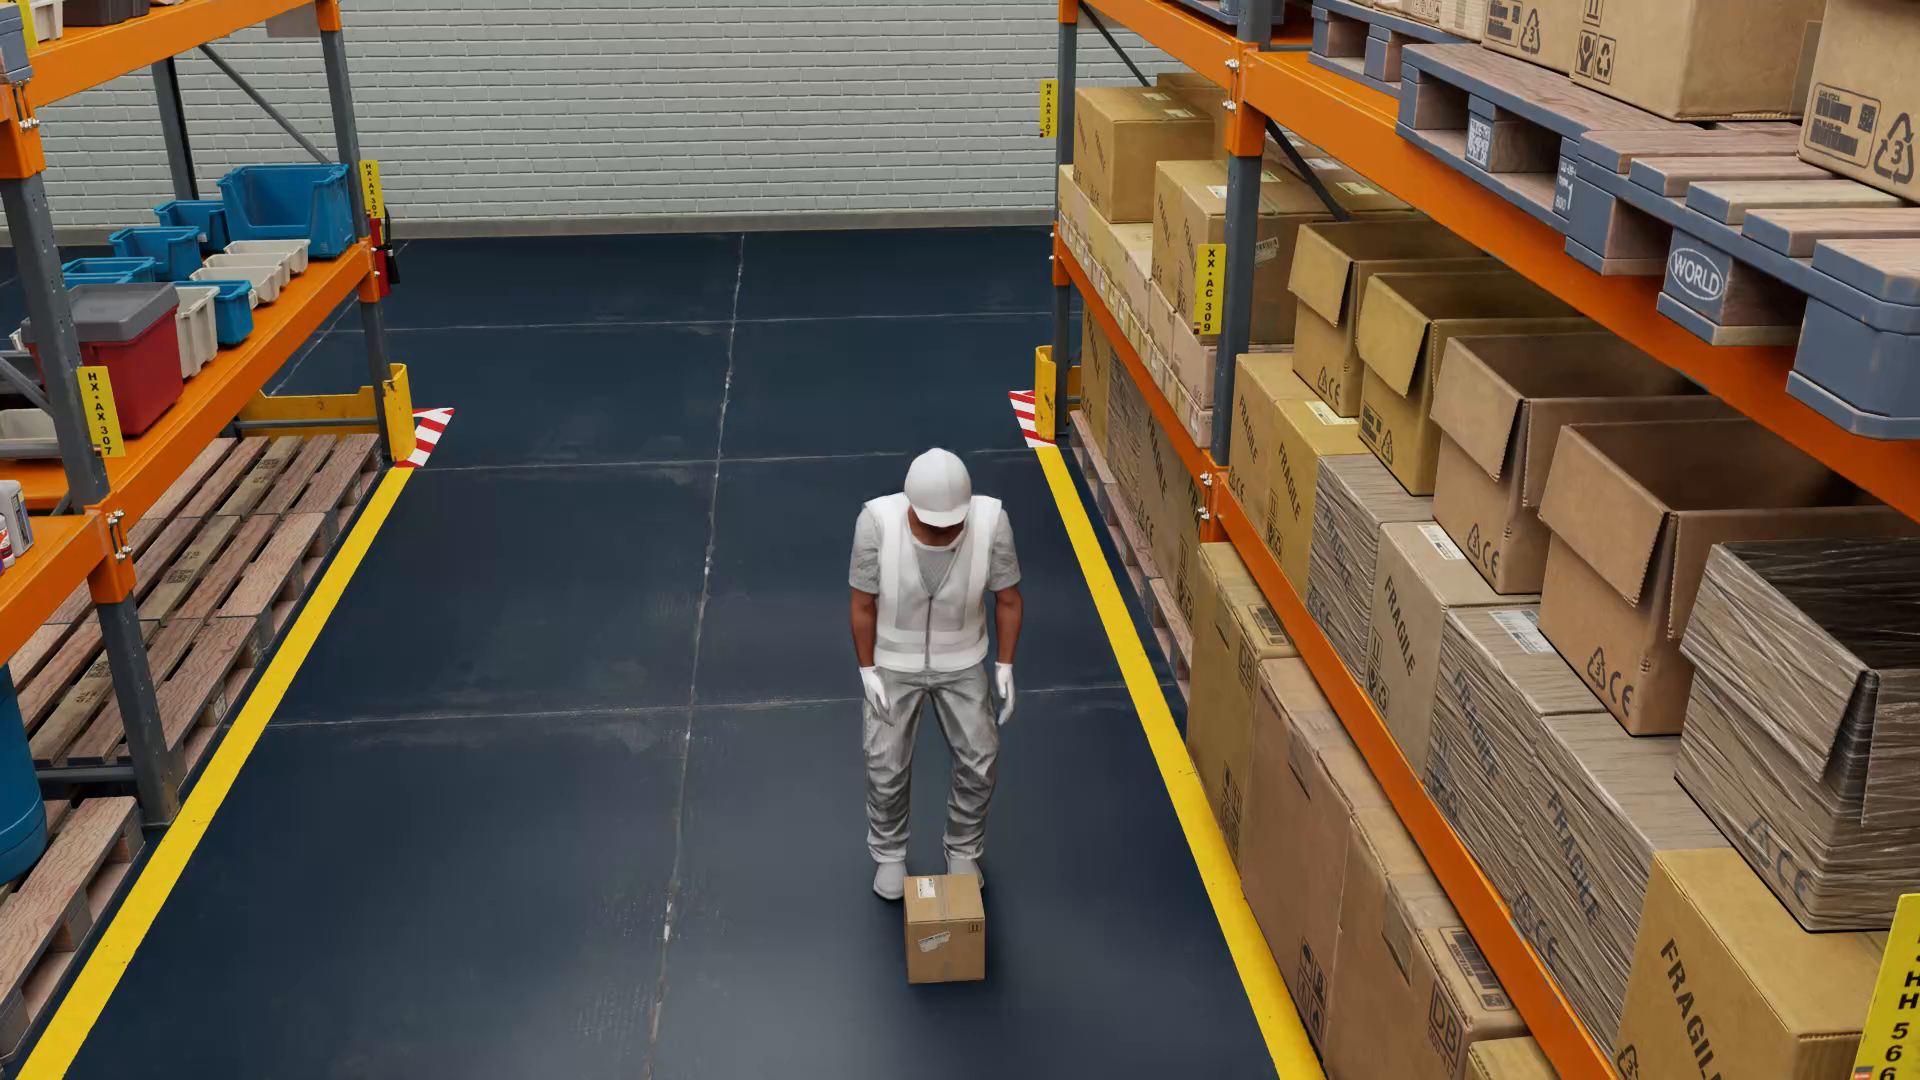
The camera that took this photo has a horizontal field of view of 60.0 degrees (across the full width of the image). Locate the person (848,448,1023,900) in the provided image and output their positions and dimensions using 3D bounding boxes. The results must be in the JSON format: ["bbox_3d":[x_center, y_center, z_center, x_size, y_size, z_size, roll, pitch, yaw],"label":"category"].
[{"bbox_3d":[-0.080,0.443,5.670,0.584,1.695,0.517,-2,24,-4],"label":"person"}]
